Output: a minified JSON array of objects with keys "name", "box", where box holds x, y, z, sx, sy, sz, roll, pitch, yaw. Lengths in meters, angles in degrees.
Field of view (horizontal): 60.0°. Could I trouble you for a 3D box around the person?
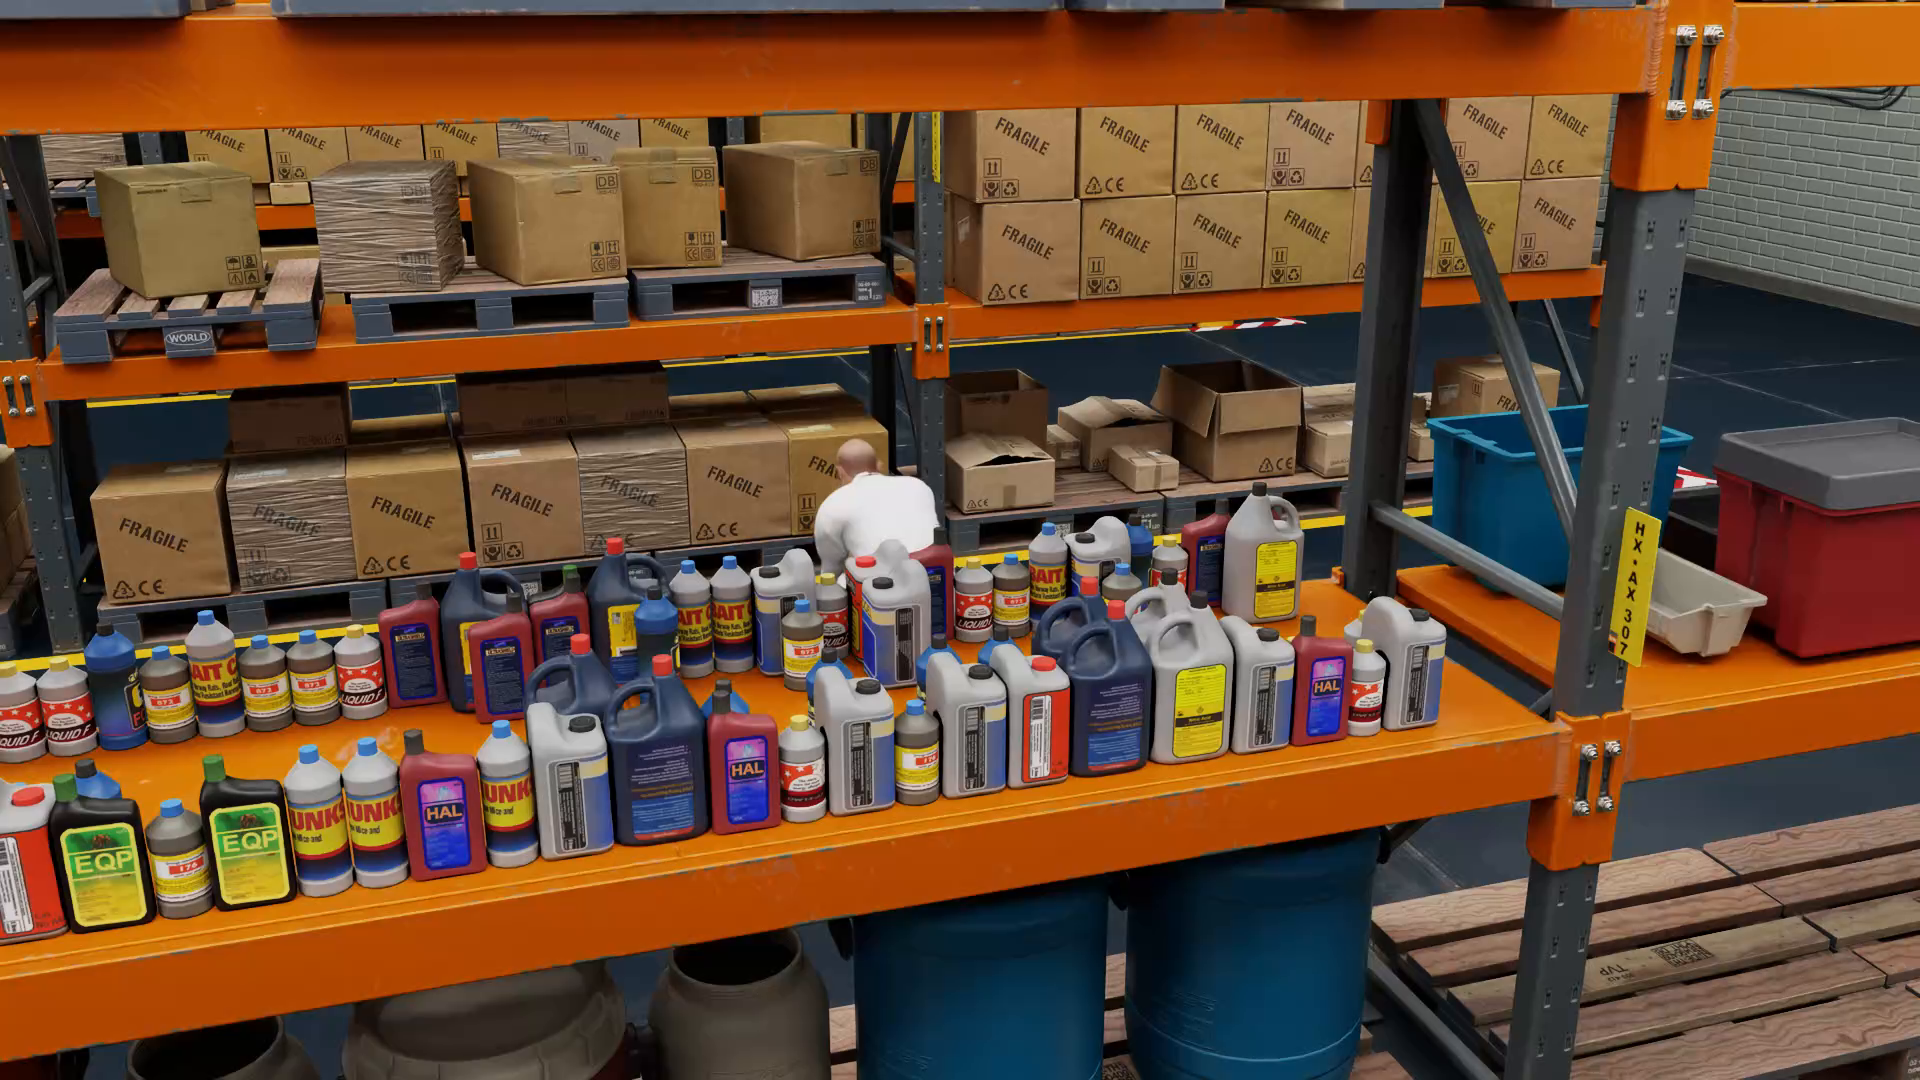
[{"name":"person","box":[-0.306,0.123,6.926,0.582,1.009,0.909,-6,20,-18]}]
